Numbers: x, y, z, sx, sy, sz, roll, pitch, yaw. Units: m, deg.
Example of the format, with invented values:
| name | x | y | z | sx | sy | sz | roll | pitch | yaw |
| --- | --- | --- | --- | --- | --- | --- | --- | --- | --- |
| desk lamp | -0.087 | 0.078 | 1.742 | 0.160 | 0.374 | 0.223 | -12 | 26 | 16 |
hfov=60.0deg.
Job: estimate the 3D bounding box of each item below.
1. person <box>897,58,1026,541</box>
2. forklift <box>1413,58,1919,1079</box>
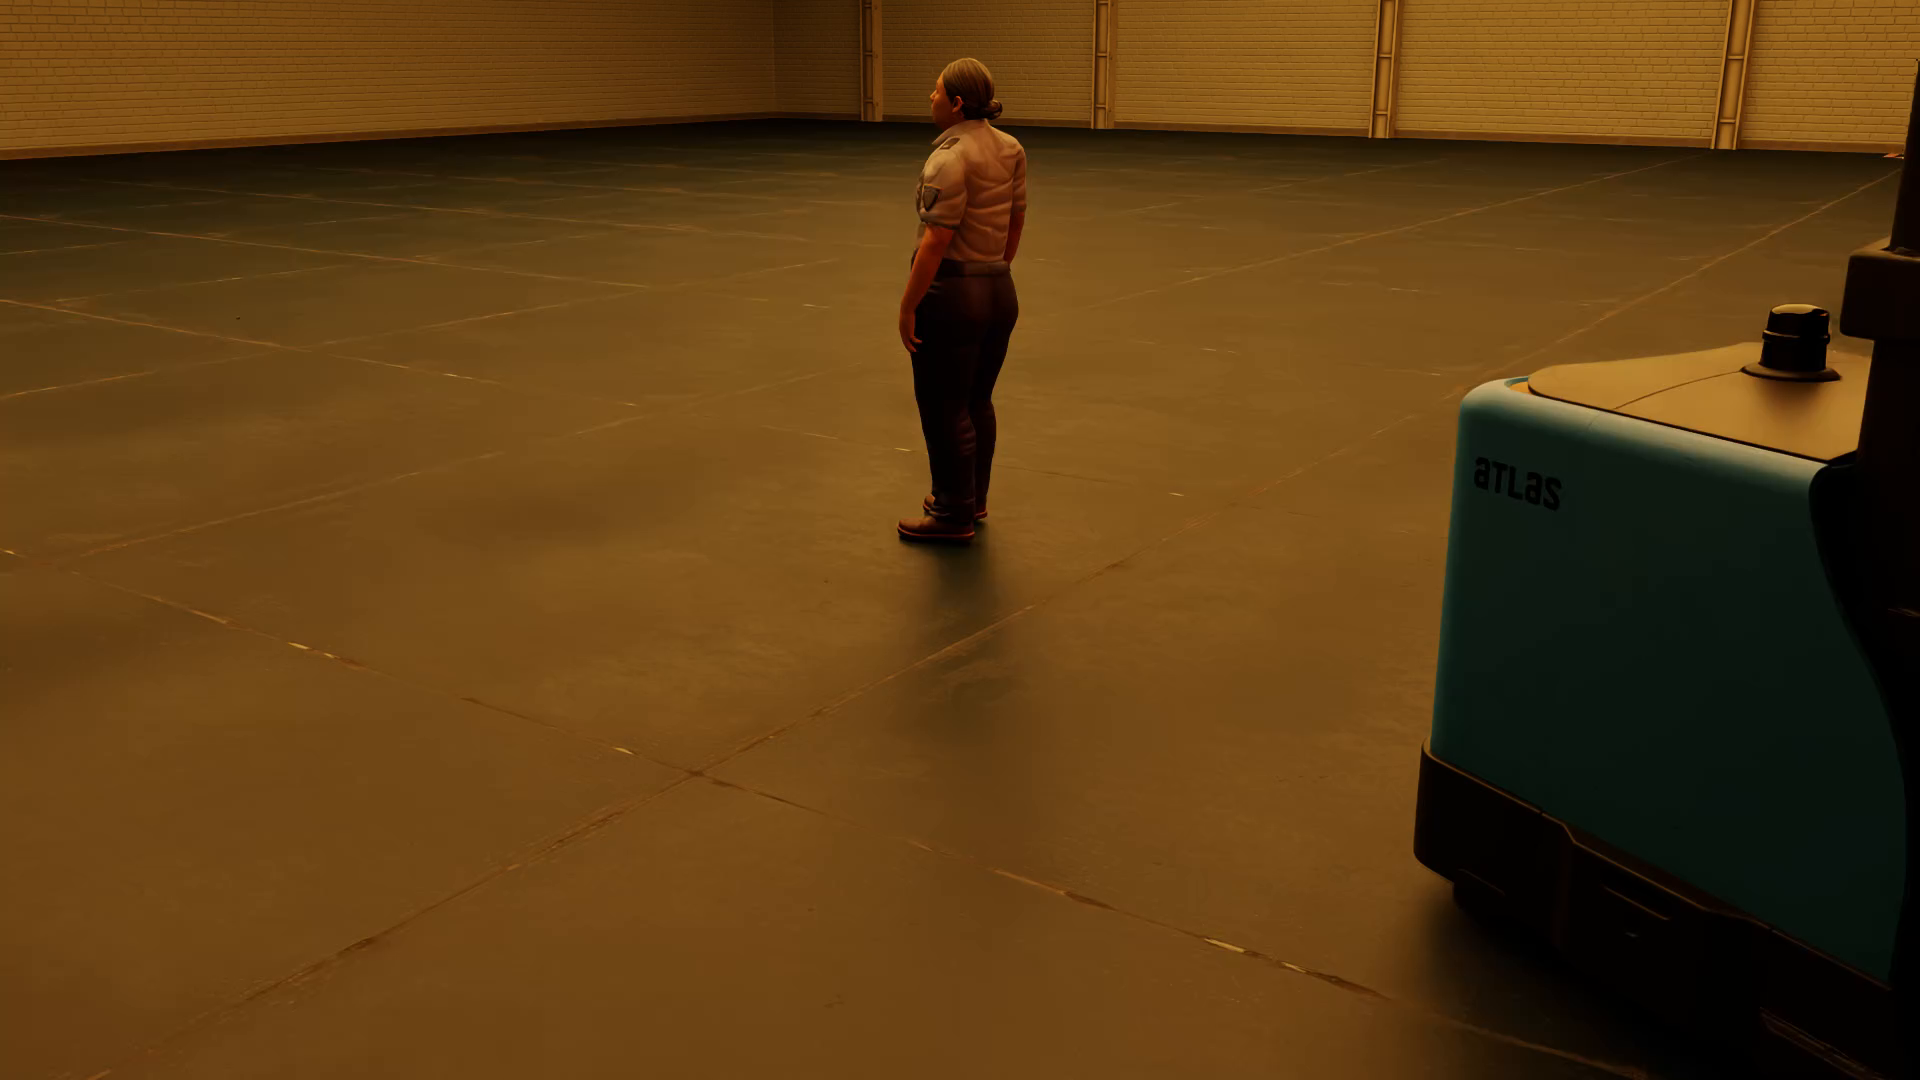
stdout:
| name | x | y | z | sx | sy | sz | roll | pitch | yaw |
| --- | --- | --- | --- | --- | --- | --- | --- | --- | --- |
| person | -0.061 | -0.817 | 5.777 | 0.503 | 1.651 | 0.598 | 11 | 20 | 33 |
| forklift | 2.099 | -0.376 | 2.091 | 1.130 | 2.935 | 3.031 | -9 | 19 | -27 |
